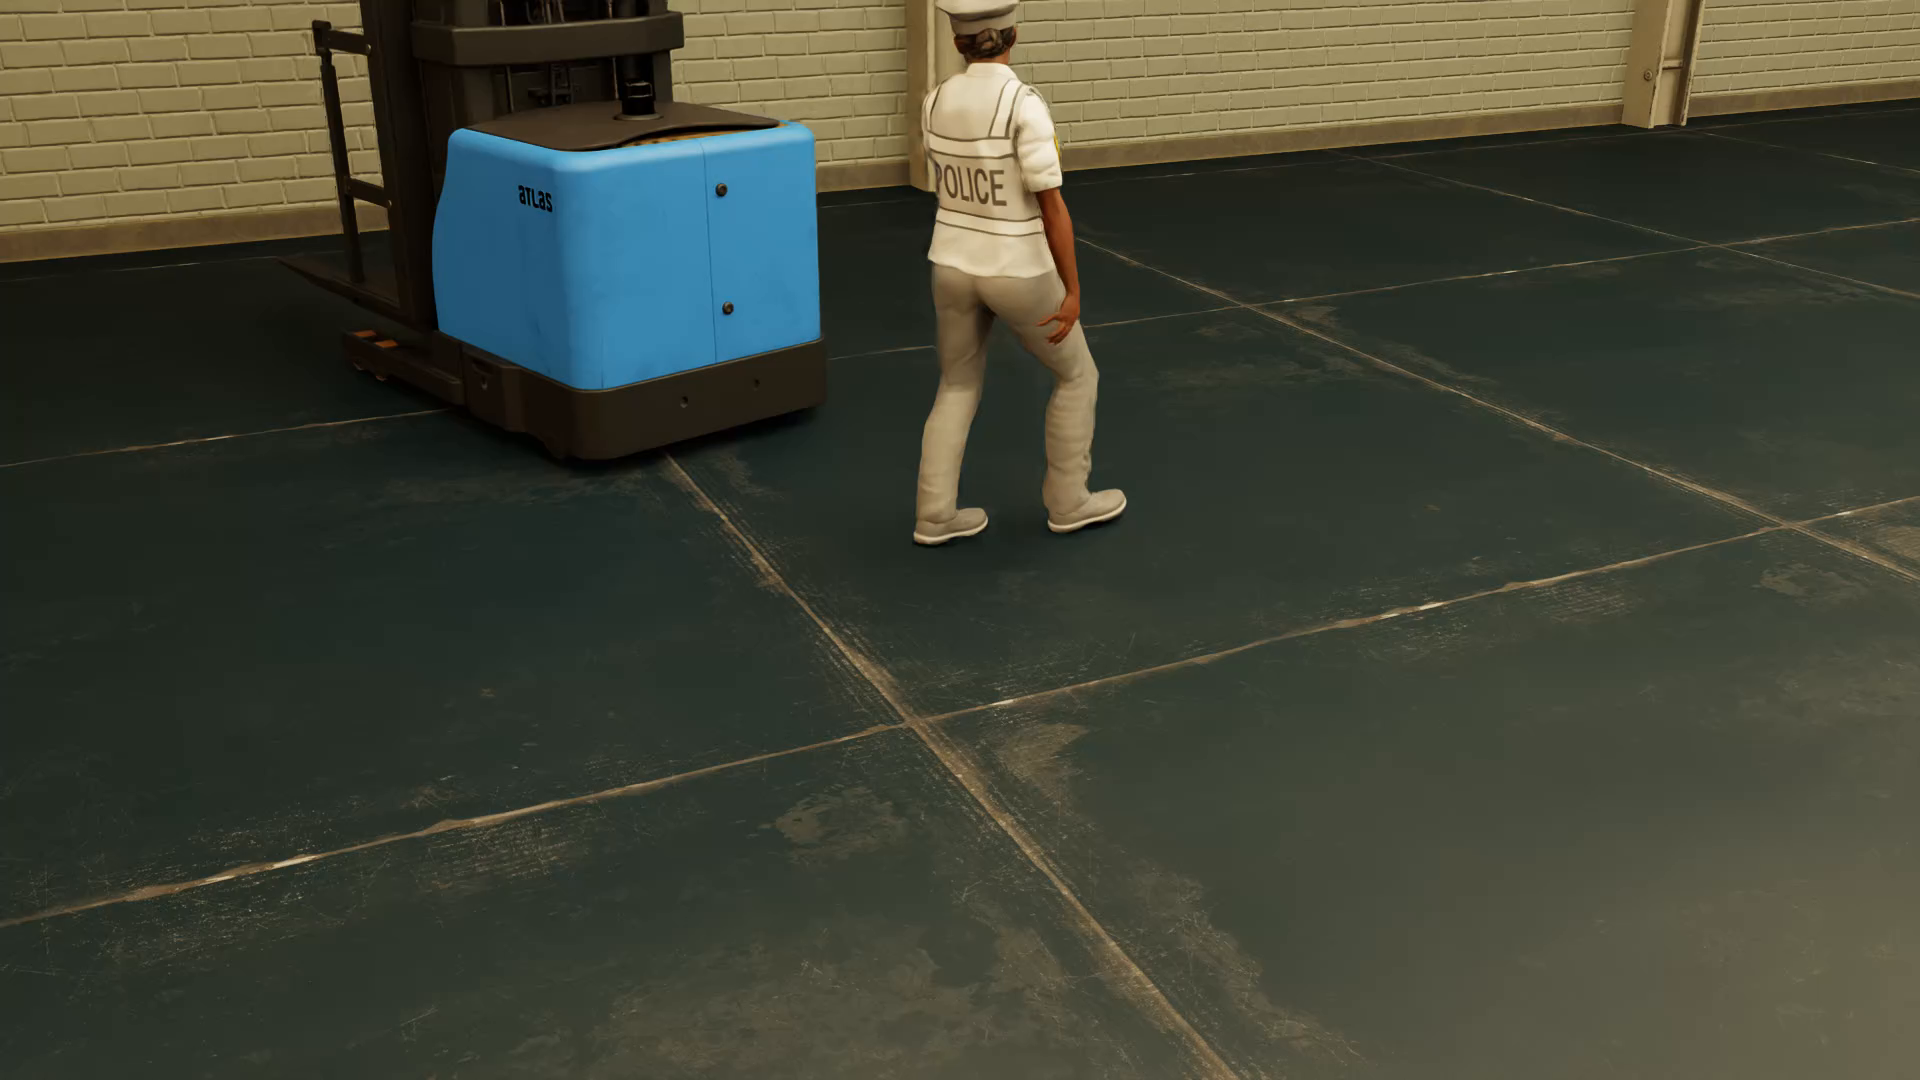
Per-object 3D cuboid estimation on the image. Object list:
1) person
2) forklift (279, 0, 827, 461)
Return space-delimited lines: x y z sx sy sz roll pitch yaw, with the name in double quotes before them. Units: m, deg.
"person" 0.146 -0.792 4.913 0.568 1.623 0.605 15 27 31
"forklift" -1.860 -2.101 6.343 1.130 2.935 3.031 -19 29 -39
